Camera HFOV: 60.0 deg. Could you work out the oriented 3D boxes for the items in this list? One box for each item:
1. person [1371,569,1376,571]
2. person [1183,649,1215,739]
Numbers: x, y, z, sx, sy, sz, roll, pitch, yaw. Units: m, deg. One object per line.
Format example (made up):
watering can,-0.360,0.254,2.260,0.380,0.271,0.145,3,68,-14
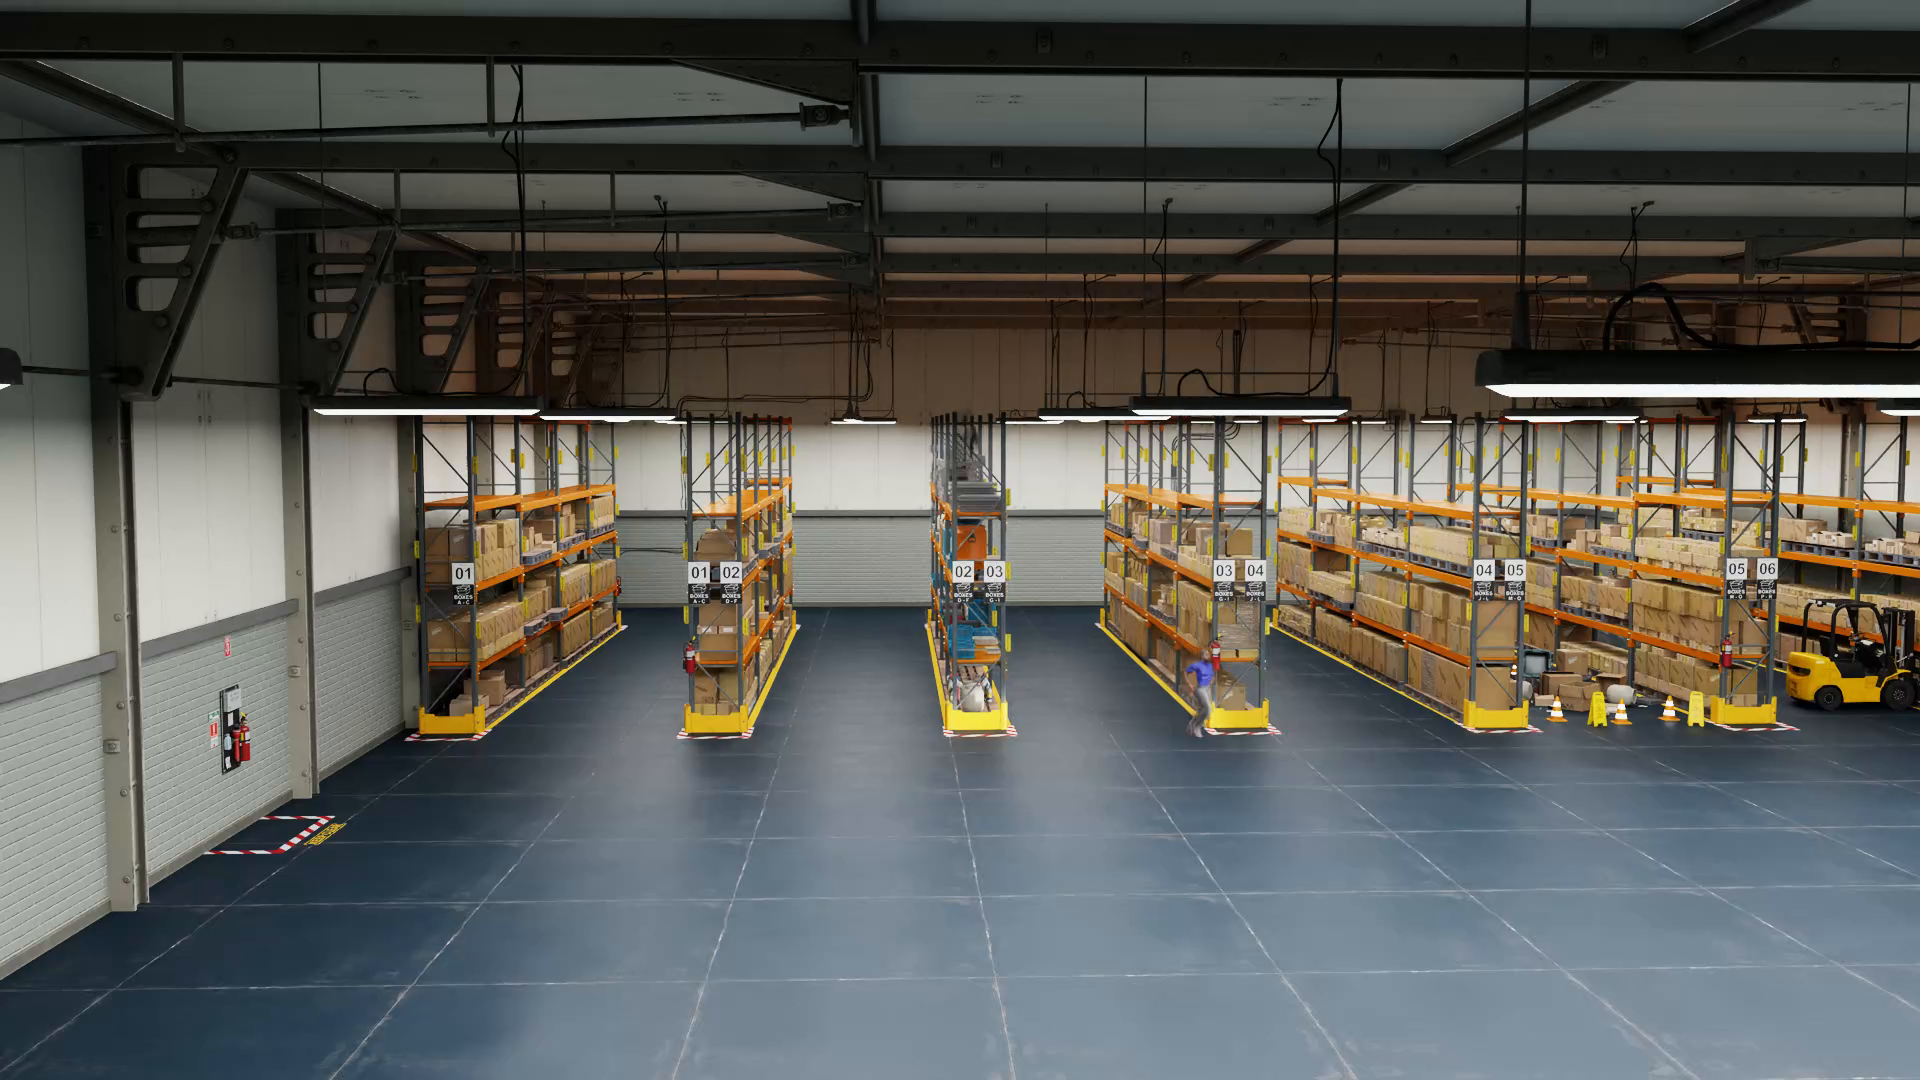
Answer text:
person,11.358,1.687,45.735,0.661,1.769,0.993,0,4,-5
person,4.481,2.877,30.684,0.561,1.555,0.634,-4,5,-43
